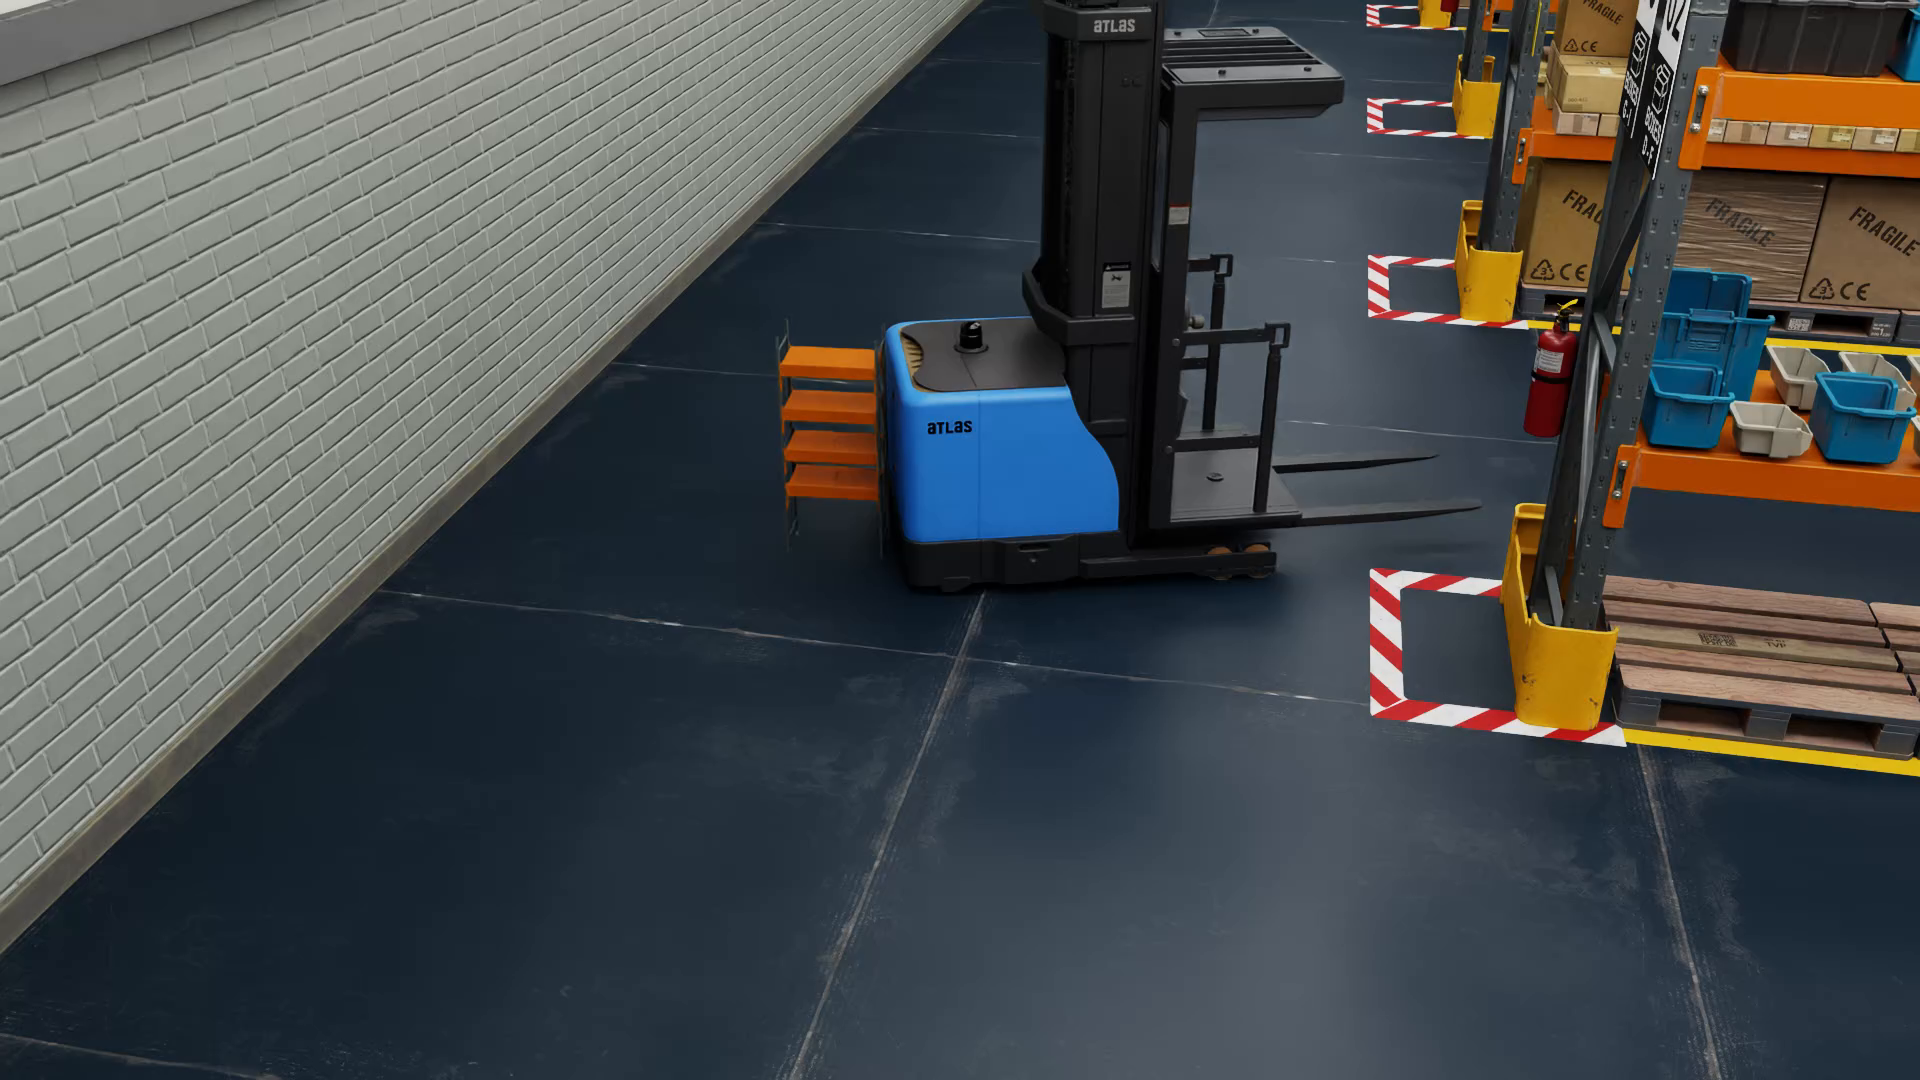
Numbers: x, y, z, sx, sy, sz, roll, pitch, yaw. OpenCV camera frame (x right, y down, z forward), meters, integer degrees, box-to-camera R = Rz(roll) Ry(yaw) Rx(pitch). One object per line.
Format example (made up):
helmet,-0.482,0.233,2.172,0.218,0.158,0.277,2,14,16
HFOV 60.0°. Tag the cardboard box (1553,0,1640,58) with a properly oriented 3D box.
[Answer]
cardboard box,4.321,-3.567,11.208,0.500,0.500,0.500,6,29,11

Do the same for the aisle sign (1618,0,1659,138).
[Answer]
aisle sign,2.746,-2.058,6.678,0.004,0.787,0.394,6,29,11

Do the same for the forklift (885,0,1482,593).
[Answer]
forklift,1.161,-1.330,8.127,3.031,2.935,1.130,-4,29,-6

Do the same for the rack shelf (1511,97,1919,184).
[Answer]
rack shelf,5.745,-2.583,11.093,4.000,0.370,1.077,6,29,11

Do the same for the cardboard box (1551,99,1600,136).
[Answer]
cardboard box,4.068,-2.798,10.999,0.250,0.149,0.380,6,29,11

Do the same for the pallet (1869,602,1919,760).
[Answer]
pallet,4.743,0.675,7.298,1.213,0.211,1.003,6,29,11

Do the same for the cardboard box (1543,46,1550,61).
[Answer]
cardboard box,5.728,-4.627,15.989,0.250,0.149,0.380,6,29,12

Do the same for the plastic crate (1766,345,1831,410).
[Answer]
plastic crate,3.590,-0.687,7.093,0.243,0.136,0.396,6,29,11

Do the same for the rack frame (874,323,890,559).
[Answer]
rack frame,-0.391,-0.487,8.390,0.015,1.200,0.240,3,29,6

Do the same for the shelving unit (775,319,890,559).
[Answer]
shelving unit,-0.633,-0.500,8.415,0.503,1.200,0.258,3,29,6

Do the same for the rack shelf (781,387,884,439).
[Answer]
rack shelf,-0.633,-0.638,8.340,0.480,0.148,0.258,3,29,6

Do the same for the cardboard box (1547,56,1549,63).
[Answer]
cardboard box,5.660,-4.430,15.629,0.250,0.149,0.380,6,29,11

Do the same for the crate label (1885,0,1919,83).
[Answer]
crate label,3.590,-1.779,5.907,0.502,0.251,0.408,6,29,11

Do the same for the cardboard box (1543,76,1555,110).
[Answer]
cardboard box,4.206,-3.108,11.564,0.250,0.149,0.380,6,29,12

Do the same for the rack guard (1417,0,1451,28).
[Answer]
rack guard,5.835,-6.659,20.393,0.348,0.500,1.175,6,29,11

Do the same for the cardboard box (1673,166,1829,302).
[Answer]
cardboard box,5.322,-2.233,11.481,0.875,0.875,0.875,6,29,11

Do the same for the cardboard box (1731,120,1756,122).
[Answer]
cardboard box,5.203,-2.888,10.747,0.500,0.250,0.500,5,29,9

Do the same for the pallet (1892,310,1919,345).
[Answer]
pallet,6.974,-1.588,11.430,1.213,0.211,1.003,6,29,11

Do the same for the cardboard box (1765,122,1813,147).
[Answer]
cardboard box,5.326,-2.670,10.766,0.250,0.149,0.380,6,29,10

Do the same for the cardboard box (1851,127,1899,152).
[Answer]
cardboard box,5.829,-2.619,10.672,0.250,0.149,0.380,6,29,11

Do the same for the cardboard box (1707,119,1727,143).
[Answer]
cardboard box,4.825,-2.722,10.860,0.250,0.149,0.380,5,29,10

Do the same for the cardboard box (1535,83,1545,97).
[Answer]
cardboard box,5.383,-4.309,15.719,0.250,0.149,0.380,7,29,13

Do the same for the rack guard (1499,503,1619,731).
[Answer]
rack guard,2.729,0.327,7.632,0.348,0.500,1.175,6,29,11

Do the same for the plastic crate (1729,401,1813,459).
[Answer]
plastic crate,3.224,-0.433,6.630,0.298,0.136,0.250,6,29,11

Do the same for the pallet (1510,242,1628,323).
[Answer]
pallet,4.588,-1.832,11.877,1.213,0.211,1.003,6,29,11

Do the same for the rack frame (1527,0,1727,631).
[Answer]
rack frame,2.755,-0.773,7.038,0.127,3.000,1.000,6,29,11

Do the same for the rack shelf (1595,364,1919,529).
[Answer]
rack shelf,4.711,-0.257,6.845,4.000,0.370,1.077,6,29,11

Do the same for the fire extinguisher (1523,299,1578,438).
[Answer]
fire extinguisher,2.702,-0.804,7.564,0.183,0.674,0.296,6,29,11

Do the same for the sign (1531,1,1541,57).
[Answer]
sign,3.668,-3.253,10.585,0.005,0.325,0.100,6,29,11

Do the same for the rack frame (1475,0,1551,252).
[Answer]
rack frame,3.789,-3.099,11.287,0.127,3.000,1.000,6,29,11

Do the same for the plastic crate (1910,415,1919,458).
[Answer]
plastic crate,3.888,-0.365,6.505,0.298,0.136,0.250,6,29,11

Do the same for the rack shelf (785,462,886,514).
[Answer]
rack shelf,-0.633,-0.267,8.542,0.480,0.148,0.258,3,29,6

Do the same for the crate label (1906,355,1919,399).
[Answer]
crate label,4.148,-0.635,6.998,0.243,0.136,0.396,6,29,11
